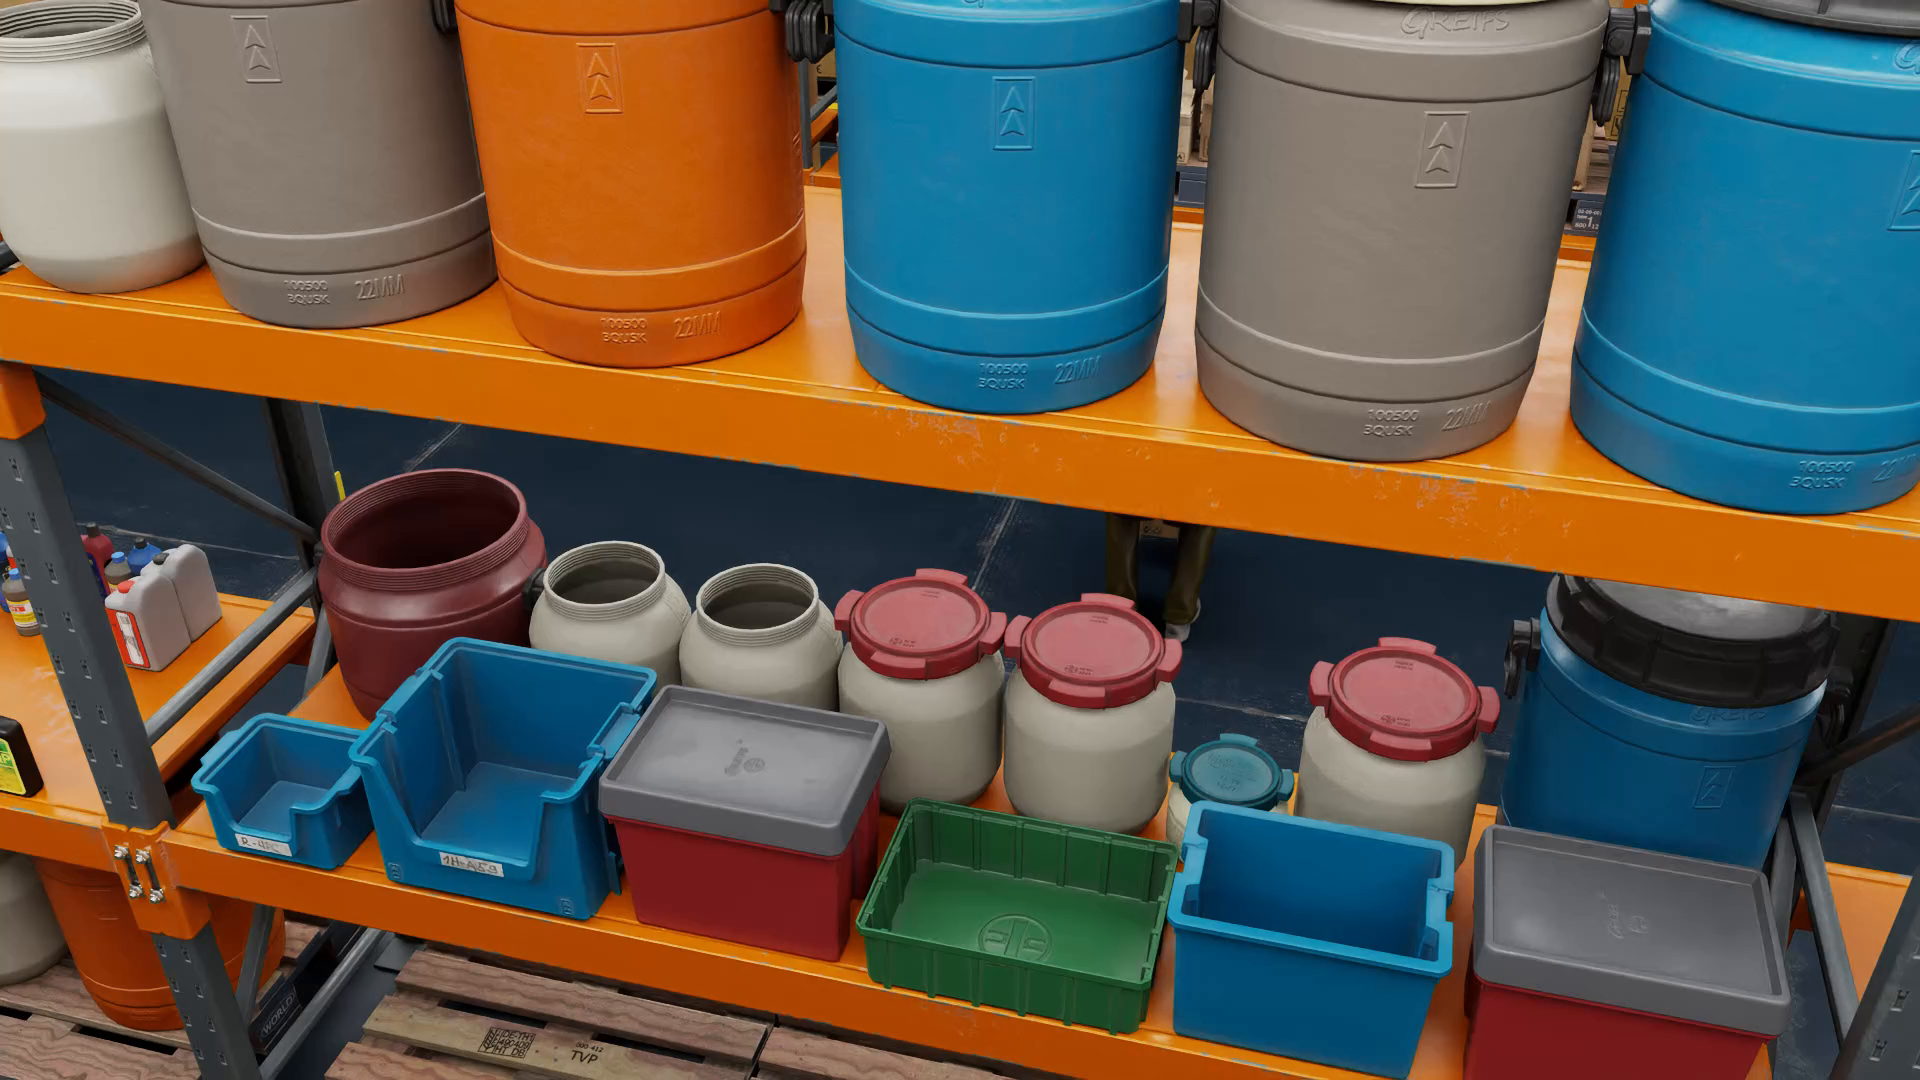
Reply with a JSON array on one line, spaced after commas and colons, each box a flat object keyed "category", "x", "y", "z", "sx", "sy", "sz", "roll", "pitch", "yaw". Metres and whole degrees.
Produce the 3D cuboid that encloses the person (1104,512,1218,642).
[{"category": "person", "x": 0.883, "y": -0.225, "z": 7.147, "sx": 0.578, "sy": 1.090, "sz": 0.950, "roll": 7, "pitch": 33, "yaw": 10}]
